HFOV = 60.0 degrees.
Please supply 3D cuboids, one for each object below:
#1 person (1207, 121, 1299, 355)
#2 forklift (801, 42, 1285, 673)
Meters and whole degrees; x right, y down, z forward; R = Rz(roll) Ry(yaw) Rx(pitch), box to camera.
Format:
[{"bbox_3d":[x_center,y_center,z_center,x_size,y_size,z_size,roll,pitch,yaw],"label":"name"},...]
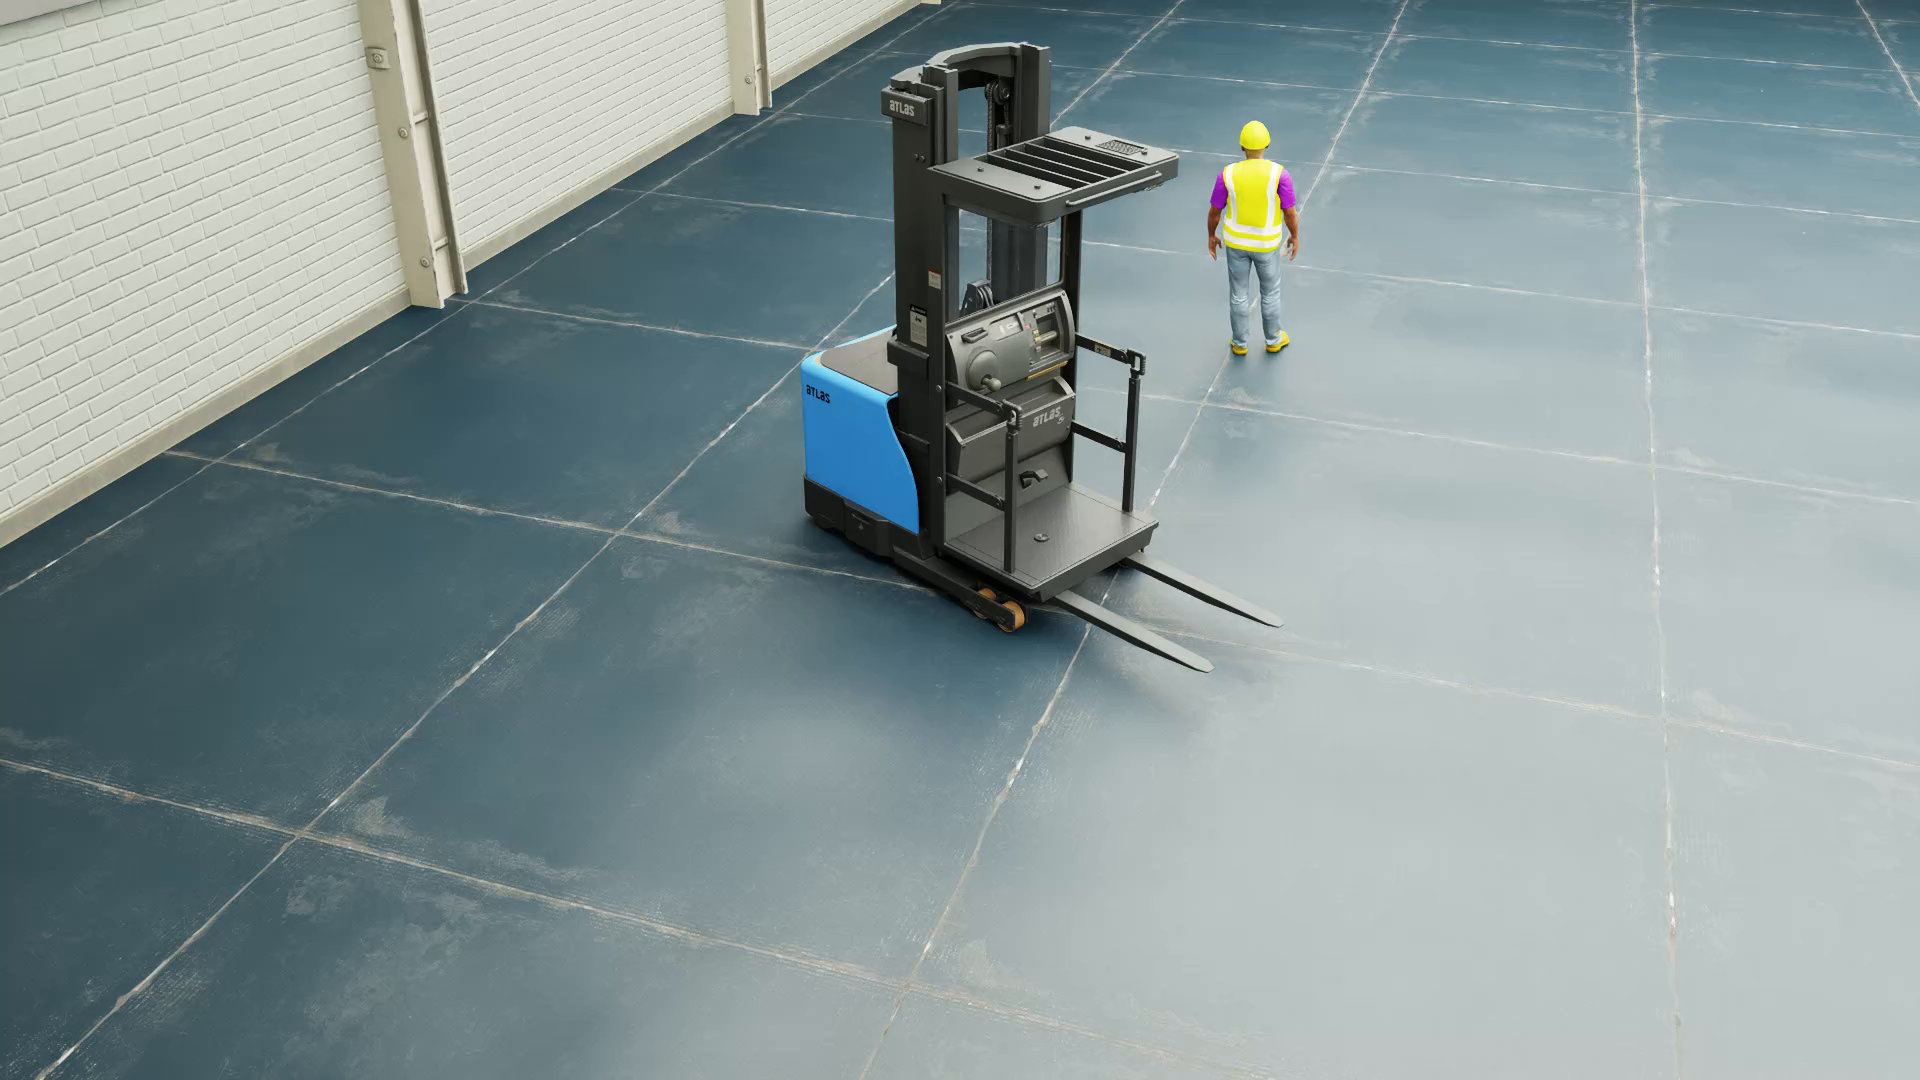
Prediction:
[{"bbox_3d":[2.154,-2.219,12.191,0.666,1.765,0.578,8,31,14],"label":"person"},{"bbox_3d":[0.435,-1.055,8.987,1.130,2.935,3.031,-26,39,-38],"label":"forklift"}]
